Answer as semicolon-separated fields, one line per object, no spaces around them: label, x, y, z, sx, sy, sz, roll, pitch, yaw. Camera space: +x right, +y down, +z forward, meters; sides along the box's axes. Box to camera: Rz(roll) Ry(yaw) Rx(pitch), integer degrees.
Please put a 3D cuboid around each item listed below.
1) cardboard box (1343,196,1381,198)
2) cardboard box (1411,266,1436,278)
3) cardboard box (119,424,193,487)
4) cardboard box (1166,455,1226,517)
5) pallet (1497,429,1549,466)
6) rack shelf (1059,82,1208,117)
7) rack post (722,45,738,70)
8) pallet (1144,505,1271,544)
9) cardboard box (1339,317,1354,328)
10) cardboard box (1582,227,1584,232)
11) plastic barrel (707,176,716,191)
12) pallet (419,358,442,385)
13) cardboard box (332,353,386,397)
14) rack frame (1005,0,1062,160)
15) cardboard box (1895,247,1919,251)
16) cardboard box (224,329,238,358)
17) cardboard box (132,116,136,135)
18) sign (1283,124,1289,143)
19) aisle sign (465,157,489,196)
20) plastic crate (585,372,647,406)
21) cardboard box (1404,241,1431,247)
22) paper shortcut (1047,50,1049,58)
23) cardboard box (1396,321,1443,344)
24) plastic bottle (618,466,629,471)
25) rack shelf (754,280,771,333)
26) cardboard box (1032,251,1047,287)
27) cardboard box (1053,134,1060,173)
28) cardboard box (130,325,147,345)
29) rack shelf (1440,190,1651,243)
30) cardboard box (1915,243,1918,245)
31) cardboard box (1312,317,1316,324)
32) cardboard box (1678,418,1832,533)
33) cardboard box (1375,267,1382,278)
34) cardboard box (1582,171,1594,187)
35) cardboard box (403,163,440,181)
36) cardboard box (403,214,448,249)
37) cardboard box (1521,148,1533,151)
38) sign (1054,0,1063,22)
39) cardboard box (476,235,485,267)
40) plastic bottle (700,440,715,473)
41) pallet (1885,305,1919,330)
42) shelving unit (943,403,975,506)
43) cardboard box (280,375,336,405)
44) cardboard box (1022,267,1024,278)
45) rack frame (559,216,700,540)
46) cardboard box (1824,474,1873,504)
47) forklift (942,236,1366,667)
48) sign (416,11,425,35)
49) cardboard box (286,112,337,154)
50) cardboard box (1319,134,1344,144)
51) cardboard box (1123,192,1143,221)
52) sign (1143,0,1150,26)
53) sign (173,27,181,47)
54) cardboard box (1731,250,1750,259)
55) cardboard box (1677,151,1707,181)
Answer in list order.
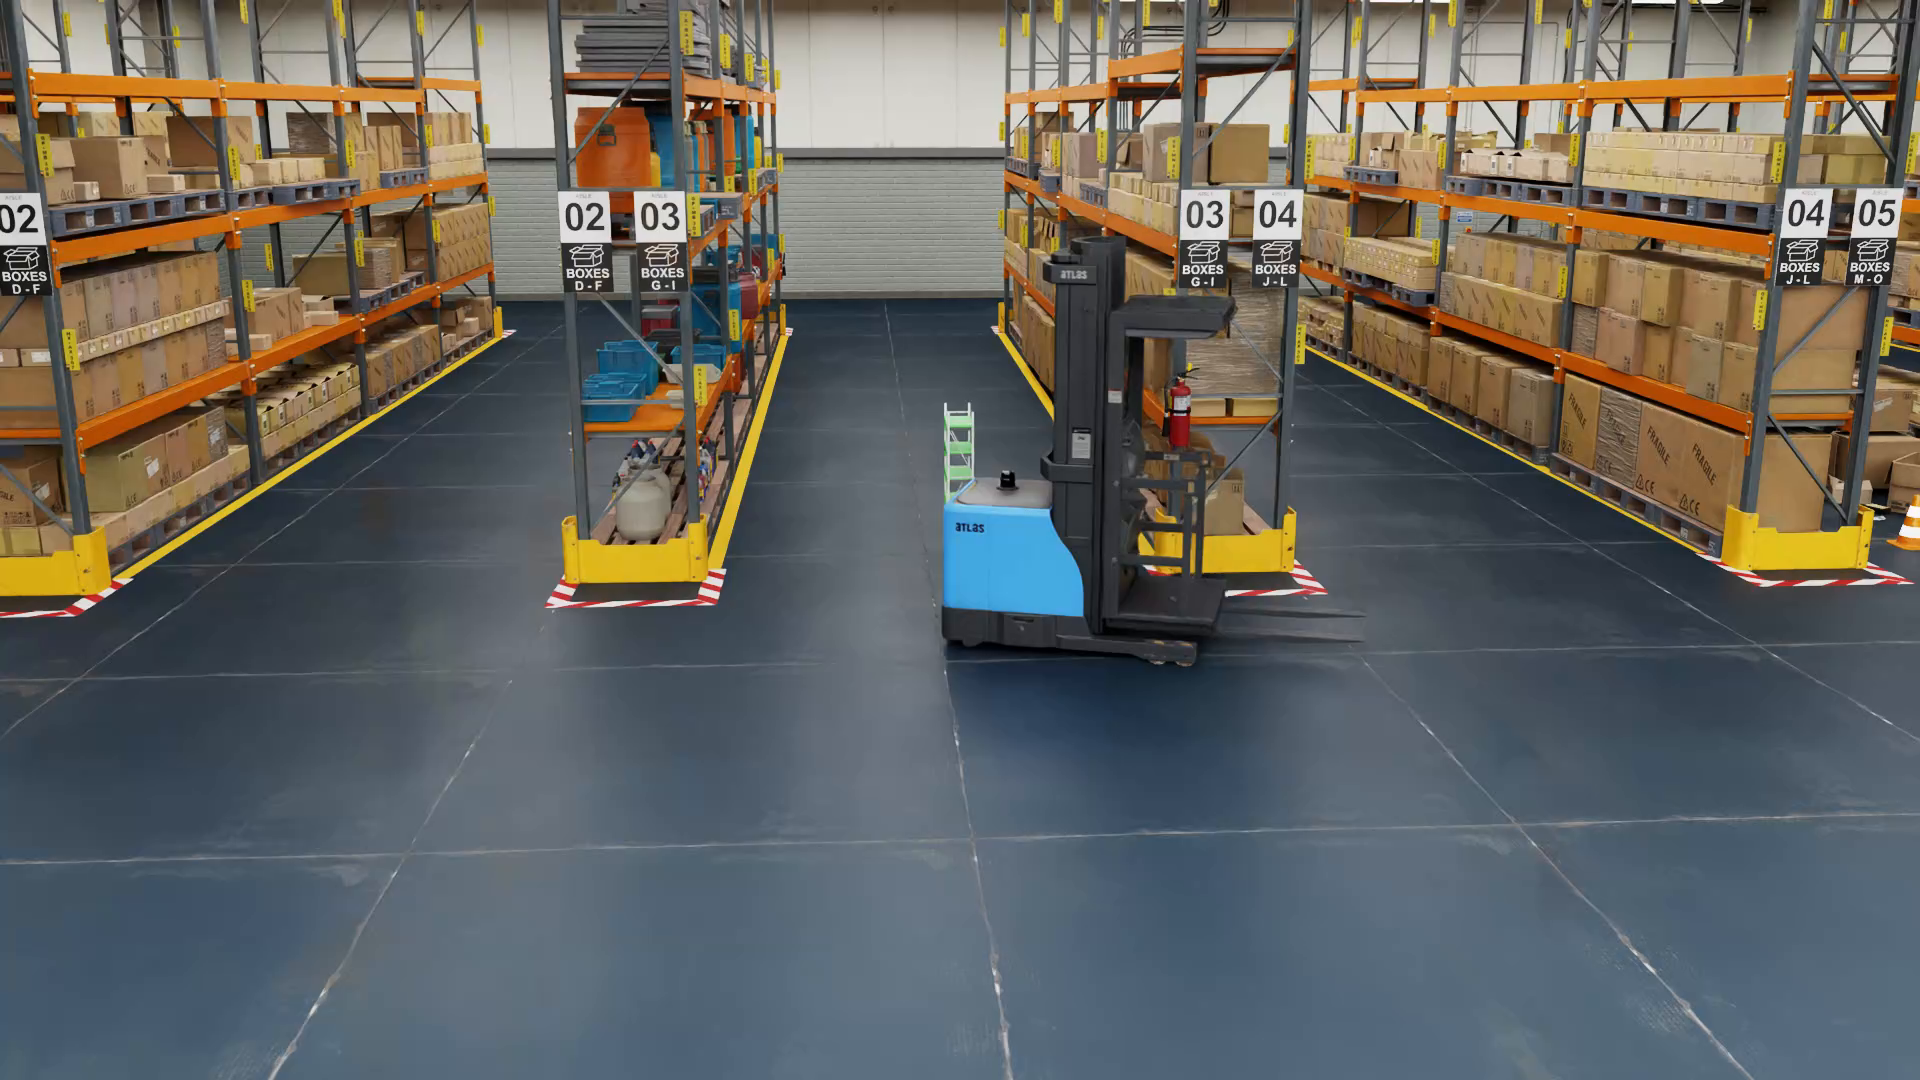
cardboard box;6.625;-5.408;27.444;0.500;0.500;0.500;-1;14;-5
cardboard box;6.250;-3.580;22.208;0.380;0.149;0.250;-1;14;-2
cardboard box;-7.515;-0.790;15.471;0.500;0.500;0.500;-1;14;-3
cardboard box;2.181;-0.494;15.322;0.500;0.500;0.500;3;15;11
pallet;6.860;-1.084;19.038;1.003;0.211;1.213;-1;14;-3
rack shelf;1.902;-5.053;19.074;1.077;0.370;4.000;-1;14;-3
rack post;-3.251;-6.159;21.278;0.954;0.300;0.937;-1;14;-3
pallet;2.254;-0.068;15.091;1.003;0.211;1.213;-1;14;-3
cardboard box;6.205;-3.428;26.239;0.380;0.149;0.250;0;14;-2
cardboard box;10.958;-5.610;28.826;0.500;0.500;0.500;-1;14;-5
plastic barrel;-2.853;-4.183;19.747;0.301;0.262;0.301;0;14;0
pallet;-8.269;-2.477;24.455;1.003;0.211;1.213;-1;14;-3
cardboard box;-7.852;-2.155;21.739;0.500;0.500;0.500;0;14;-1
rack frame;1.283;-8.082;28.601;1.000;3.000;0.127;-1;14;-3
cardboard box;11.545;-3.359;20.643;0.500;0.500;0.500;-1;14;-2
cardboard box;-7.935;-2.089;17.651;0.500;0.250;0.500;0;14;0
cardboard box;-13.139;-6.379;25.757;0.500;0.500;0.500;-1;14;-3
sign;5.698;-7.095;29.033;0.100;0.325;0.005;-1;14;-3
aisle sign;-8.303;-6.305;28.518;0.394;0.787;0.004;-1;14;-3
plastic crate;-3.034;-1.330;14.698;0.499;0.251;0.408;-1;14;-3
cardboard box;6.755;-4.310;24.447;0.380;0.149;0.250;-1;14;-4
paper shortcut;1.172;-6.480;22.096;0.009;0.170;0.078;9;-17;-6
cardboard box;6.389;-2.886;23.114;0.500;0.250;0.500;-1;14;-3
plastic bottle;-3.218;-0.562;15.999;0.152;0.276;0.135;-1;14;-5
rack shelf;-3.289;-3.259;23.341;1.077;0.370;4.000;-1;14;-3
cardboard box;1.342;-3.987;24.524;0.500;0.500;0.500;-1;14;-3
cardboard box;1.528;-5.255;22.592;0.500;0.500;0.500;0;14;0
cardboard box;-7.505;-1.829;14.836;0.380;0.149;0.250;-1;14;-4
rack shelf;6.859;-3.845;19.598;1.077;0.370;4.000;-1;14;-3
cardboard box;16.055;-4.731;27.321;0.500;0.250;0.500;-1;14;-3
cardboard box;6.157;-3.735;28.028;0.380;0.149;0.250;0;14;-1
cardboard box;7.123;-0.591;14.947;0.875;0.875;0.875;-1;14;-3
cardboard box;6.151;-3.822;23.747;0.380;0.149;0.250;-2;15;-6
cardboard box;6.666;-3.730;17.170;0.380;0.149;0.250;-1;14;-4
cardboard box;-8.140;-5.534;25.021;0.500;0.250;0.500;-1;14;-3
cardboard box;-8.105;-4.684;25.227;0.500;0.500;0.500;-1;14;-2
cardboard box;7.099;-4.644;20.396;0.500;0.311;0.500;-1;14;-3
sign;1.225;-6.612;20.695;0.100;0.325;0.005;-1;14;-3
cardboard box;-8.270;-4.837;27.827;0.500;0.500;0.500;-1;14;-3
plastic bottle;-2.578;-0.842;16.937;0.144;0.351;0.185;-2;15;-6
pallet;11.833;-2.755;20.323;1.003;0.211;1.213;-1;14;-3
shelving unit;-0.010;-0.622;15.260;0.258;1.200;0.503;-1;14;-3
cardboard box;-7.764;-1.797;19.764;0.500;0.311;0.500;-1;14;-4
cardboard box;1.169;-4.195;26.038;0.380;0.149;0.250;-1;14;-2
rack frame;-2.669;-1.121;13.586;1.000;3.000;0.127;-1;14;-3
cardboard box;8.928;-0.520;16.739;0.396;0.266;0.258;2;15;6
forklift;1.439;-0.668;11.963;3.031;2.935;1.130;3;15;13
sign;-7.803;-7.474;24.047;0.100;0.325;0.005;-1;14;-3
cardboard box;-8.130;-5.129;20.936;0.500;0.500;0.500;-1;14;-3
cardboard box;6.053;-6.506;26.993;0.380;0.149;0.250;-1;14;-4
cardboard box;1.857;-3.201;15.952;0.500;0.250;0.500;-1;15;-6
sign;2.319;-6.594;20.784;0.100;0.325;0.005;-1;14;-3
sign;-13.006;-8.348;27.602;0.100;0.325;0.005;-1;14;-3
cardboard box;11.312;-4.248;23.533;0.500;0.500;0.500;-1;14;-3
cardboard box;6.861;-3.391;15.051;0.500;0.250;0.500;-1;14;-4
